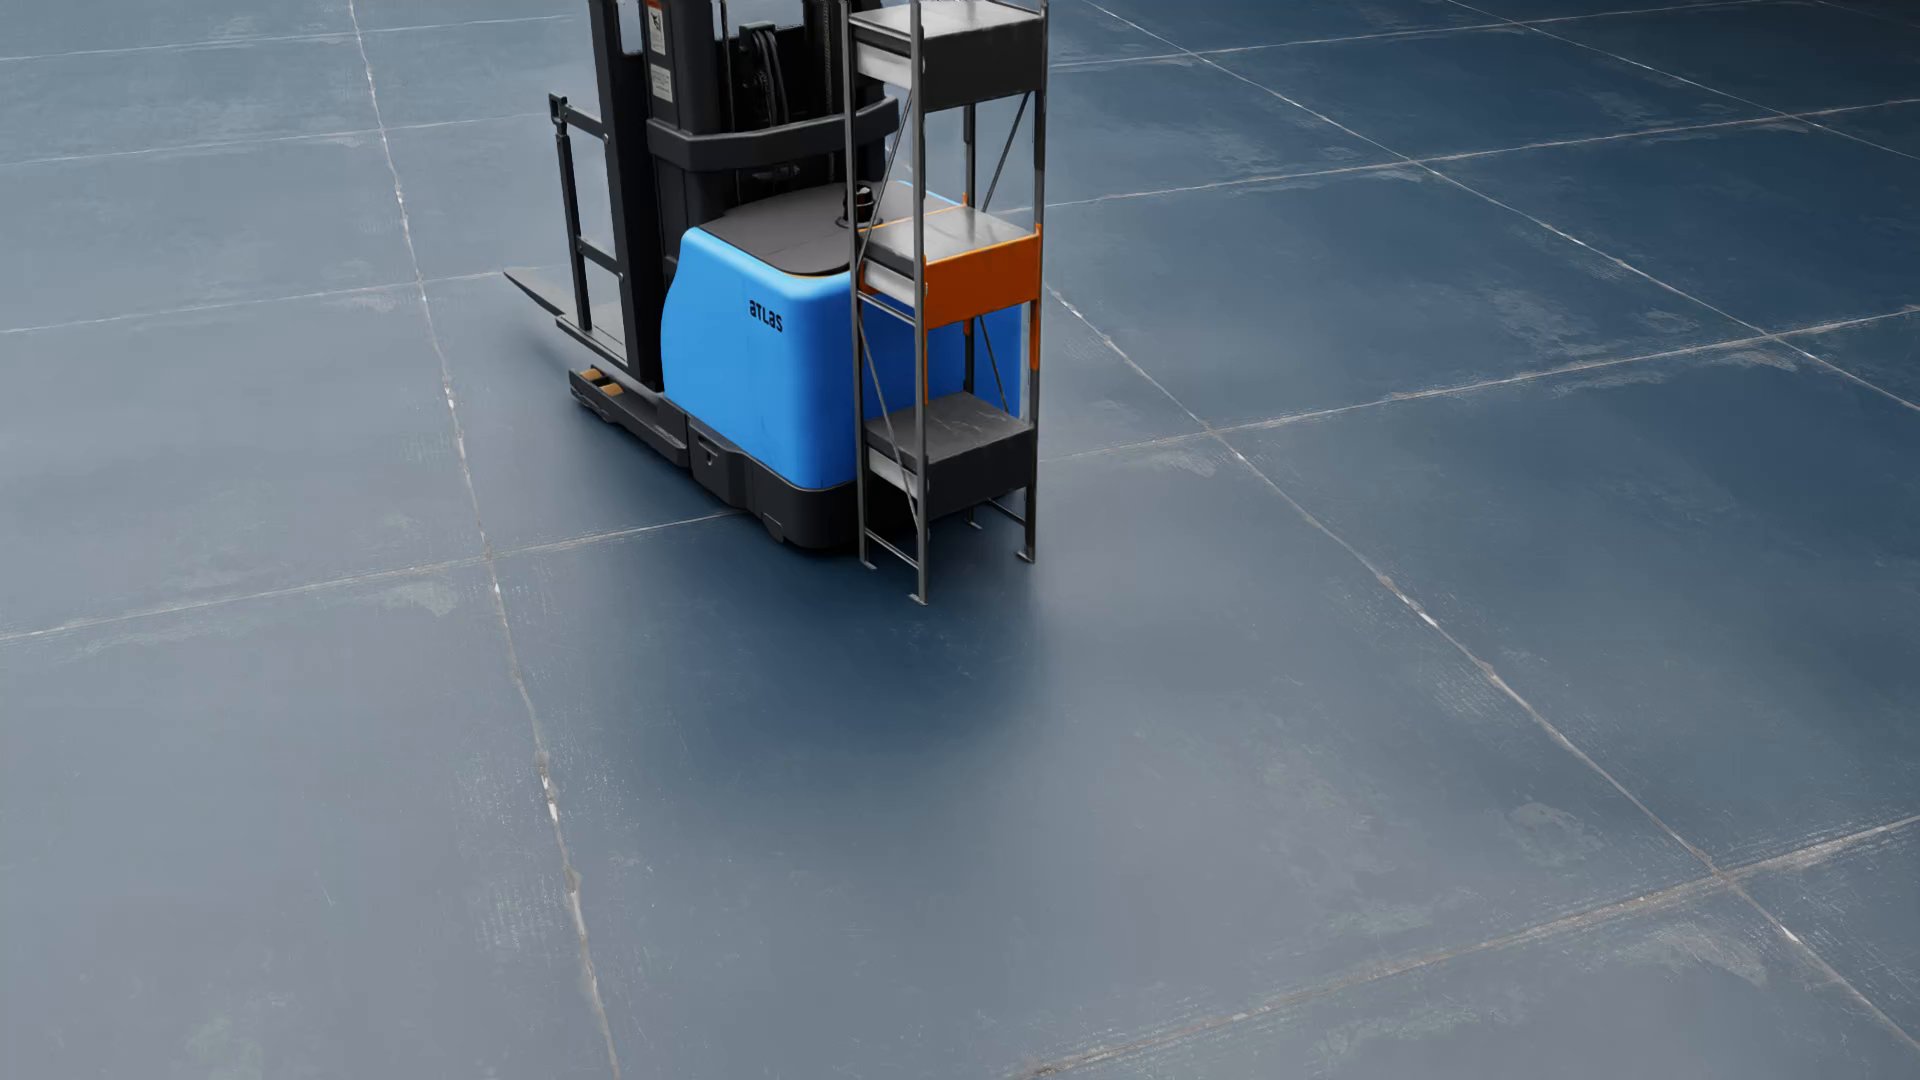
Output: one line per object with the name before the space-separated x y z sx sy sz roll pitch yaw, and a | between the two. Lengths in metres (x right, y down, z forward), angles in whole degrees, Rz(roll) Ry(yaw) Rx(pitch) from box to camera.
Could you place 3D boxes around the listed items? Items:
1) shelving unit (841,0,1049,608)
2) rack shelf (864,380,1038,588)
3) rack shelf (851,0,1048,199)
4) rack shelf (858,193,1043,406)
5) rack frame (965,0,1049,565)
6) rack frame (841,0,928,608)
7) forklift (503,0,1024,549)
shelving unit | -0.046 -0.829 5.583 0.503 2.100 0.431 -21 36 -32
rack shelf | -0.047 -0.209 5.937 0.480 0.518 0.431 -21 36 -32
rack shelf | -0.046 -1.425 5.244 0.480 0.518 0.431 -21 36 -32
rack shelf | -0.046 -0.817 5.590 0.480 0.518 0.431 -21 36 -32
rack frame | 0.147 -0.902 5.712 0.015 2.100 0.400 -21 36 -32
rack frame | -0.240 -0.755 5.454 0.015 2.100 0.400 -21 36 -32
forklift | -1.046 -1.909 6.640 1.130 2.935 3.031 -21 36 -32
